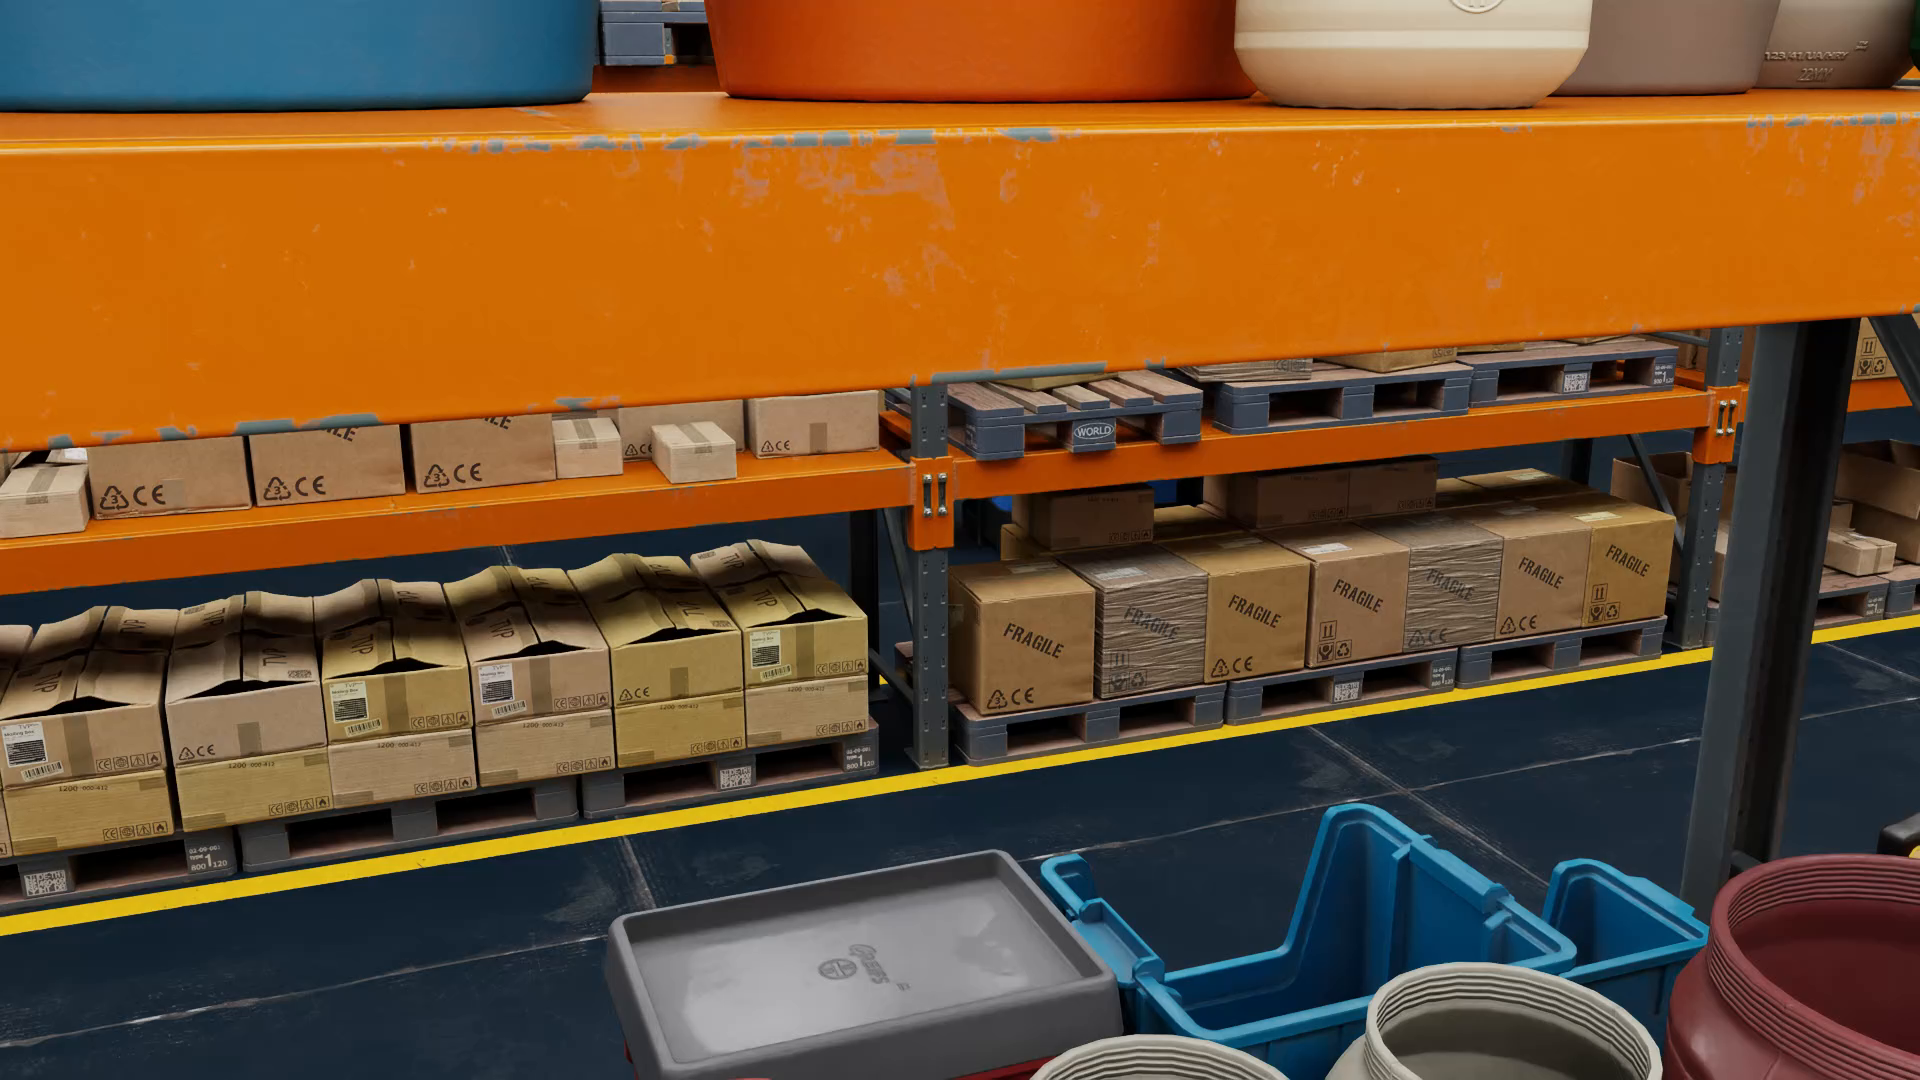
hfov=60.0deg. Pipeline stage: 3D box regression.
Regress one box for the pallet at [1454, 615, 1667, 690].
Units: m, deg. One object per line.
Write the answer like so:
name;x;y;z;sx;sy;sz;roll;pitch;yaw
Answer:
pallet;2.707;0.405;8.345;1.213;0.211;1.003;-6;17;-20

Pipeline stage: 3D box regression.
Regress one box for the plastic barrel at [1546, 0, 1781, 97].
plastic barrel;0.642;-0.972;1.872;0.600;0.901;0.600;0;16;0

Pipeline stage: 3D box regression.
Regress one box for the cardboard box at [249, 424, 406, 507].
cardboard box;-2.335;-0.443;6.106;0.500;0.500;0.500;-6;17;-20

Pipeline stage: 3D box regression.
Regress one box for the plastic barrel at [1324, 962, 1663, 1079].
plastic barrel;0.603;0.788;1.892;0.421;0.512;0.421;0;16;0

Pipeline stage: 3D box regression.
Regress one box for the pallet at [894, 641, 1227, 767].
pallet;0.429;0.651;7.507;1.213;0.211;1.003;-6;17;-20

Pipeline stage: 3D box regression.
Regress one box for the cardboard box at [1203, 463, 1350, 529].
cardboard box;1.512;-0.260;7.986;0.500;0.250;0.500;-7;18;-21

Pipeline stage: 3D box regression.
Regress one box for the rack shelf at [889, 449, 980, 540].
rack shelf;-0.162;-0.323;10.004;0.480;0.518;0.431;-4;17;-13

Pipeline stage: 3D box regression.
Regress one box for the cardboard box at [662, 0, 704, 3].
cardboard box;-1.168;-2.072;6.029;0.500;0.250;0.500;-6;17;-19

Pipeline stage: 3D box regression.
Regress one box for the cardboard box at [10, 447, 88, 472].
cardboard box;-3.262;-0.291;6.004;0.258;0.266;0.396;-7;18;-21

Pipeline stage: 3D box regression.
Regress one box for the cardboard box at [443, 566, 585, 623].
cardboard box;-1.841;0.309;6.863;0.500;0.311;0.500;-7;18;-22

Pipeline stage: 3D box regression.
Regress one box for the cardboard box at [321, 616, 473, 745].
cardboard box;-2.107;0.499;6.215;0.500;0.311;0.500;-6;17;-19

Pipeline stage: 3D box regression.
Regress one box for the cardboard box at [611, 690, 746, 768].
cardboard box;-1.166;0.666;6.641;0.500;0.250;0.500;-6;18;-21

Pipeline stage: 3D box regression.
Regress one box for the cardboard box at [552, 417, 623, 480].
cardboard box;-1.453;-0.358;6.439;0.250;0.149;0.380;-5;17;-16

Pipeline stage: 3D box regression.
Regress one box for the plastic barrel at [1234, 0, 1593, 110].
plastic barrel;0.383;-0.501;1.404;0.301;0.262;0.301;0;16;0

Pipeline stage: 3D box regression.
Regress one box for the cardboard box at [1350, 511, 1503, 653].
cardboard box;2.162;0.186;7.795;0.500;0.500;0.500;-6;17;-19

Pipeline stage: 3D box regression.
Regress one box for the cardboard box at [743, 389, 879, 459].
cardboard box;-0.637;-0.554;6.819;0.500;0.311;0.500;-5;17;-17

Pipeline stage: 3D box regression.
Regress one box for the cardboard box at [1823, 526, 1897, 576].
cardboard box;4.727;0.048;8.859;0.250;0.166;0.380;-6;17;-20

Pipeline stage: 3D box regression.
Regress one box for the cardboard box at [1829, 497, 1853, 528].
cardboard box;4.584;-0.154;9.289;0.500;0.311;0.500;-6;17;-20

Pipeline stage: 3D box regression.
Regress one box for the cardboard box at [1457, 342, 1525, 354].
cardboard box;2.311;-1.200;7.937;0.500;0.500;0.700;-3;17;-11

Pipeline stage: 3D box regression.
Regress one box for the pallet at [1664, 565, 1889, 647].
pallet;4.095;0.244;8.893;1.213;0.211;1.003;-6;17;-20

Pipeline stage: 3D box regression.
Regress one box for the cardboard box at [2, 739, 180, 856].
cardboard box;-3.074;0.873;5.937;0.500;0.250;0.500;-6;17;-19

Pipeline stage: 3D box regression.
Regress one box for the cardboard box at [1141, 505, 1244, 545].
cardboard box;0.991;0.158;7.891;0.500;0.500;0.500;-7;18;-22

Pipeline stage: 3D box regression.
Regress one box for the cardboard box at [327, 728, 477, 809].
cardboard box;-2.116;0.769;6.292;0.500;0.250;0.500;-6;17;-19

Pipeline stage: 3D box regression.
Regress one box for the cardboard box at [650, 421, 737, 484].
cardboard box;-1.023;-0.338;6.371;0.250;0.149;0.380;-6;17;-20

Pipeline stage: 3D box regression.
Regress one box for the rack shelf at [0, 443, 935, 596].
rack shelf;-2.150;-0.075;6.306;4.000;0.370;1.077;-6;17;-20

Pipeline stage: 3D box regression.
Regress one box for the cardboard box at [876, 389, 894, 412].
cardboard box;-0.504;-1.221;12.002;0.750;0.750;0.750;-6;17;-20

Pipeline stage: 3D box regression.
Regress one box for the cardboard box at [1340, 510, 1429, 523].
cardboard box;1.951;0.053;8.250;0.500;0.500;0.500;-6;17;-19

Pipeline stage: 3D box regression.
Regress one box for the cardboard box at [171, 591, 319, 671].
cardboard box;-2.791;0.410;6.517;0.500;0.311;0.500;-6;17;-20

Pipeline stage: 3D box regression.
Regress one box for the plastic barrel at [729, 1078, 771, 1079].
plastic barrel;-0.187;0.864;1.592;0.433;0.535;0.433;0;16;0

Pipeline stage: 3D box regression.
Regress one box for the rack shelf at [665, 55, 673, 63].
rack shelf;-0.190;-3.220;11.694;4.000;0.370;1.077;-6;17;-20

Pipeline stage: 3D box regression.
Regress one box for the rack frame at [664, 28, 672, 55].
rack frame;-2.058;-1.925;11.329;0.127;3.000;1.000;-6;17;-20

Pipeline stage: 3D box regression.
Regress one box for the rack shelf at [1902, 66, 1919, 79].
rack shelf;5.321;-2.321;8.630;4.000;0.370;1.077;-6;17;-20

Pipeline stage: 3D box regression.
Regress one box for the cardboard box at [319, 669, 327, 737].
cardboard box;-2.783;0.679;6.597;0.500;0.250;0.500;-6;17;-19

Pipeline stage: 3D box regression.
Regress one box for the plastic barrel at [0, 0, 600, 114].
plastic barrel;-0.629;-0.835;1.404;0.708;0.901;0.600;-6;17;-20

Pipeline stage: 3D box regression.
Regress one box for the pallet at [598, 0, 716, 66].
pallet;-0.884;-1.878;6.183;1.003;0.211;1.213;-5;17;-18

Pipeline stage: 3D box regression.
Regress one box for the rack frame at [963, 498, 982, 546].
rack frame;0.075;-1.024;9.860;0.015;2.100;0.400;-4;17;-13

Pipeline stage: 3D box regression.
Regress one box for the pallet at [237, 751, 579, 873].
pallet;-2.202;0.911;6.622;1.213;0.211;1.003;-6;17;-20

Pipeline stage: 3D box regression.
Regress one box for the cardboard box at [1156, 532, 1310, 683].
cardboard box;1.202;0.292;7.435;0.500;0.500;0.500;-6;18;-21

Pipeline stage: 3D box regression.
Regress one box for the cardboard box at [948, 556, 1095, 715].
cardboard box;0.245;0.396;7.082;0.500;0.500;0.500;-5;17;-18

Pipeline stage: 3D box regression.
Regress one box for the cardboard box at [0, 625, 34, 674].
cardboard box;-3.742;0.514;6.164;0.500;0.311;0.500;-6;17;-20

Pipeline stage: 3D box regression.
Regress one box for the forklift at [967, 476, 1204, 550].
forklift;1.587;-1.503;10.015;3.031;2.935;1.130;-4;17;-13

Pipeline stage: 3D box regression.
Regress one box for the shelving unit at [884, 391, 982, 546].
shelving unit;-0.162;-1.008;9.803;0.503;2.100;0.431;-4;17;-13

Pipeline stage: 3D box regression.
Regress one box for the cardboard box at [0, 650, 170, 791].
cardboard box;-3.073;0.605;5.854;0.500;0.311;0.500;-6;18;-21

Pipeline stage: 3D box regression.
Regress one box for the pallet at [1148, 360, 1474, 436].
pallet;1.532;-0.727;7.591;1.213;0.211;1.003;-6;17;-20

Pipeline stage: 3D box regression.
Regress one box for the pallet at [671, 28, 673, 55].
pallet;-1.476;-3.352;11.201;1.003;0.211;1.213;-5;17;-18

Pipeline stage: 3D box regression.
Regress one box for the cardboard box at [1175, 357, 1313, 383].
cardboard box;1.188;-1.006;7.279;0.500;0.500;0.700;-3;17;-10

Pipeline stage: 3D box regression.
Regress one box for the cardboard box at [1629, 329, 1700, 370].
cardboard box;3.828;-1.191;8.652;0.500;0.500;0.500;-6;17;-19

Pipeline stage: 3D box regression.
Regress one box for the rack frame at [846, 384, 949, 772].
rack frame;-0.282;-0.622;6.892;0.127;3.000;1.000;-6;17;-20

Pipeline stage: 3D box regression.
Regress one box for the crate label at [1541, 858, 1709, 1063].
crate label;0.959;0.706;2.667;0.416;0.233;0.303;-6;17;-20

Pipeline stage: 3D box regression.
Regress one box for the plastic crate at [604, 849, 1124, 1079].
plastic crate;-0.131;0.734;2.163;0.583;0.464;0.402;-6;17;-20

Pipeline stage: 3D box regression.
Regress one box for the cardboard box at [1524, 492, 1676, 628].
cardboard box;3.095;0.088;8.129;0.500;0.500;0.500;-6;17;-20

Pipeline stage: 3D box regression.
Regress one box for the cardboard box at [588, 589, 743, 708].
cardboard box;-1.166;0.399;6.556;0.500;0.311;0.500;-6;18;-21

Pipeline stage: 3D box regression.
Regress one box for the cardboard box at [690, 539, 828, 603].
cardboard box;-0.876;0.203;7.224;0.500;0.311;0.500;-6;17;-18

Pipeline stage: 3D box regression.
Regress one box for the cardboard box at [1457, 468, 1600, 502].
cardboard box;2.914;-0.052;8.608;0.500;0.500;0.500;-7;18;-23

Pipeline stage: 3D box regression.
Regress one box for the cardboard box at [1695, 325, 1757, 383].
cardboard box;4.027;-1.053;8.182;0.500;0.500;0.500;-6;17;-19
